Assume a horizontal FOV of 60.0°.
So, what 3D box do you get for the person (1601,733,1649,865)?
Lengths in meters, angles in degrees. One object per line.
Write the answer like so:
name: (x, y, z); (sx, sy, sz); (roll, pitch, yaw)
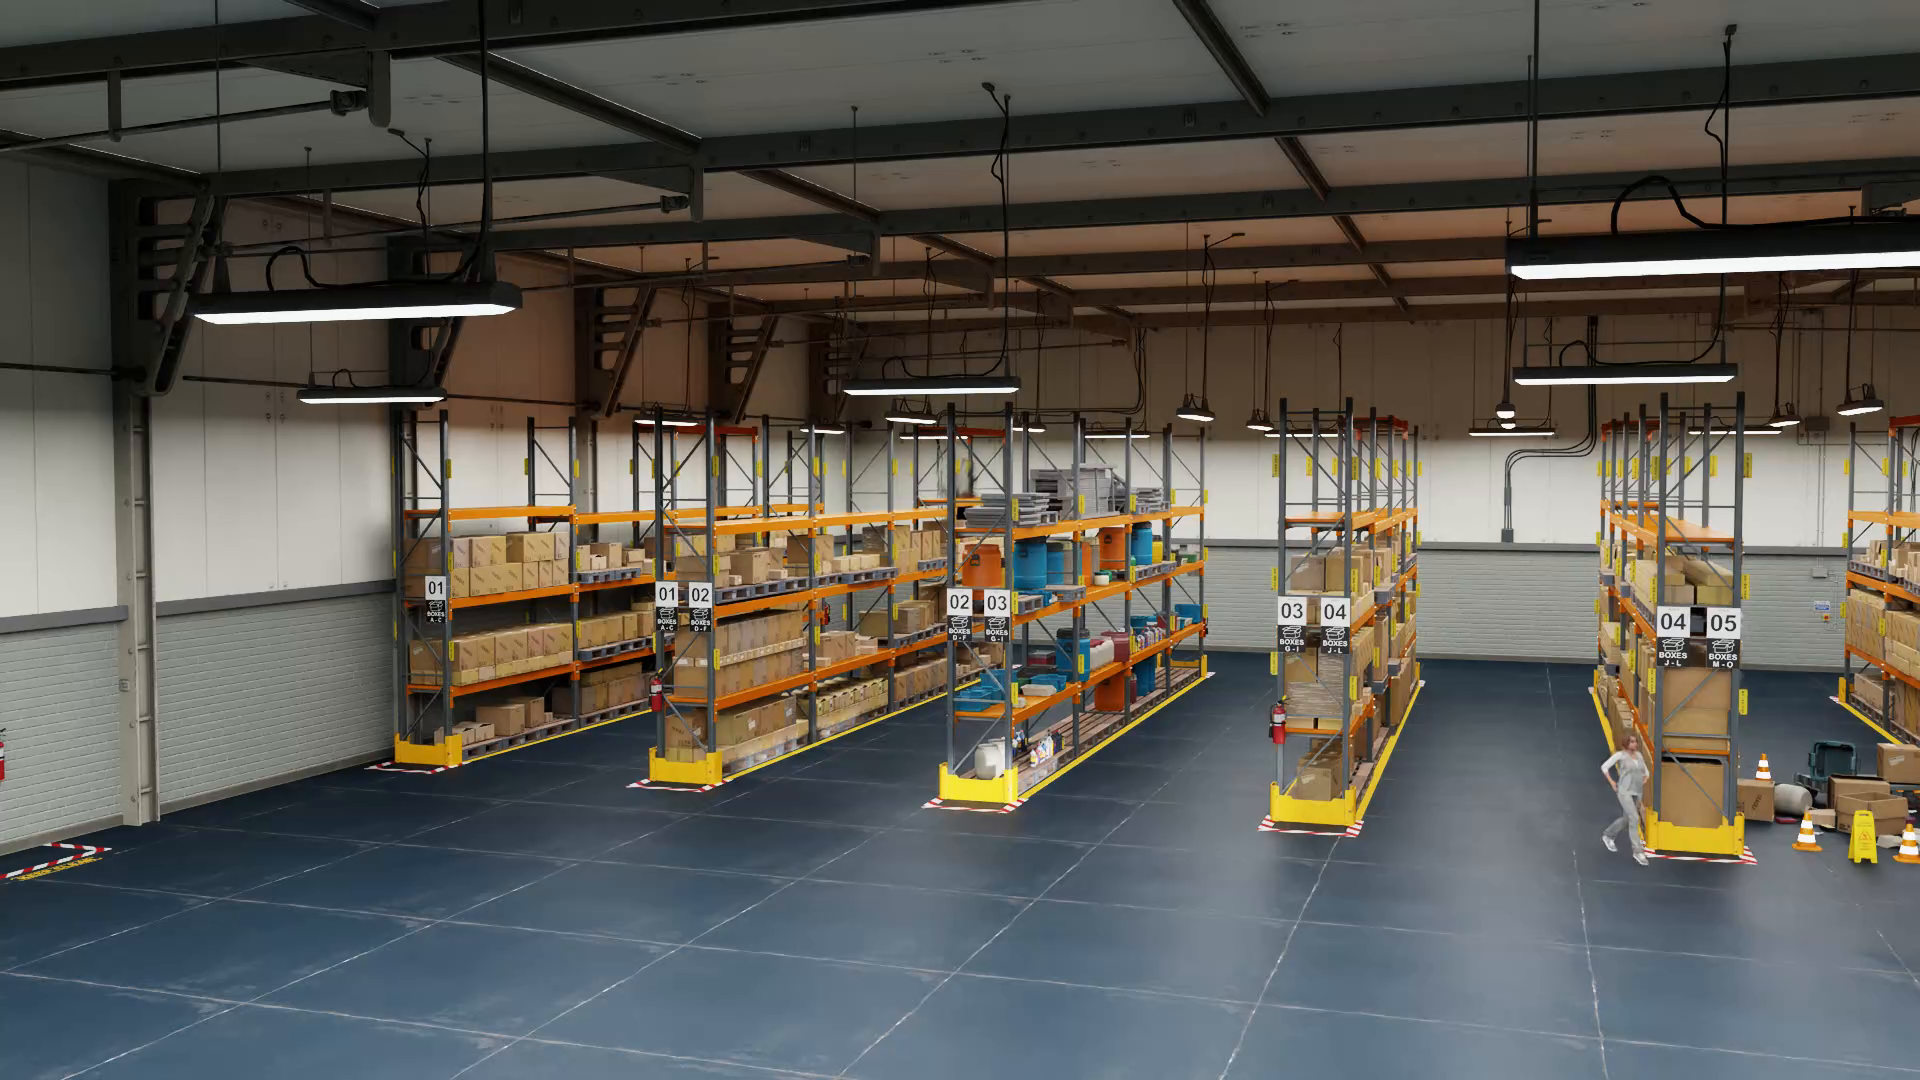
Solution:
person: (8.595, 3.284, 21.344); (0.581, 1.610, 0.810); (-1, 3, -26)
